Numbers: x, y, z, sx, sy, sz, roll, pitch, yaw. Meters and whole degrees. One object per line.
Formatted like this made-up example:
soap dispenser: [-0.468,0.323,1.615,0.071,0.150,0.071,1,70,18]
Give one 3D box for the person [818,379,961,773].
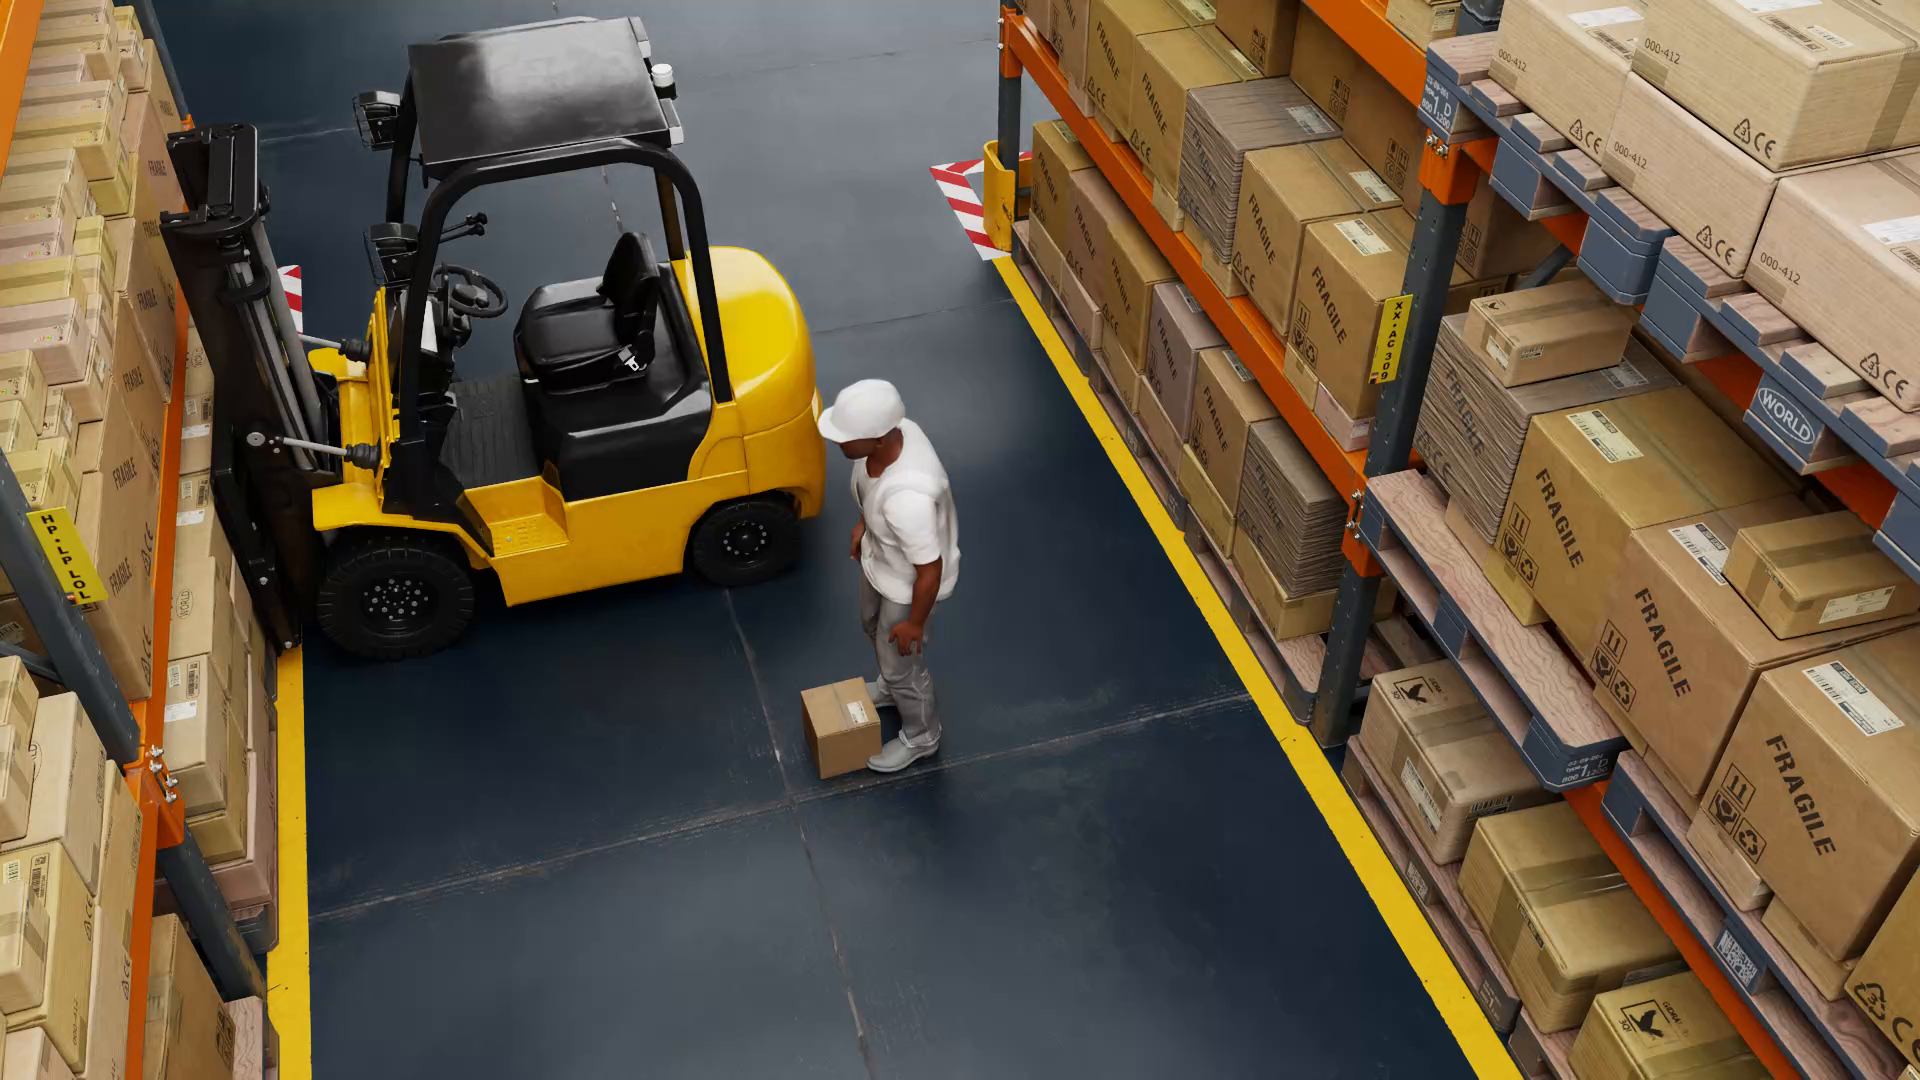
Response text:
person: [-0.250,0.119,6.015,0.463,1.760,0.635,-13,43,-14]
